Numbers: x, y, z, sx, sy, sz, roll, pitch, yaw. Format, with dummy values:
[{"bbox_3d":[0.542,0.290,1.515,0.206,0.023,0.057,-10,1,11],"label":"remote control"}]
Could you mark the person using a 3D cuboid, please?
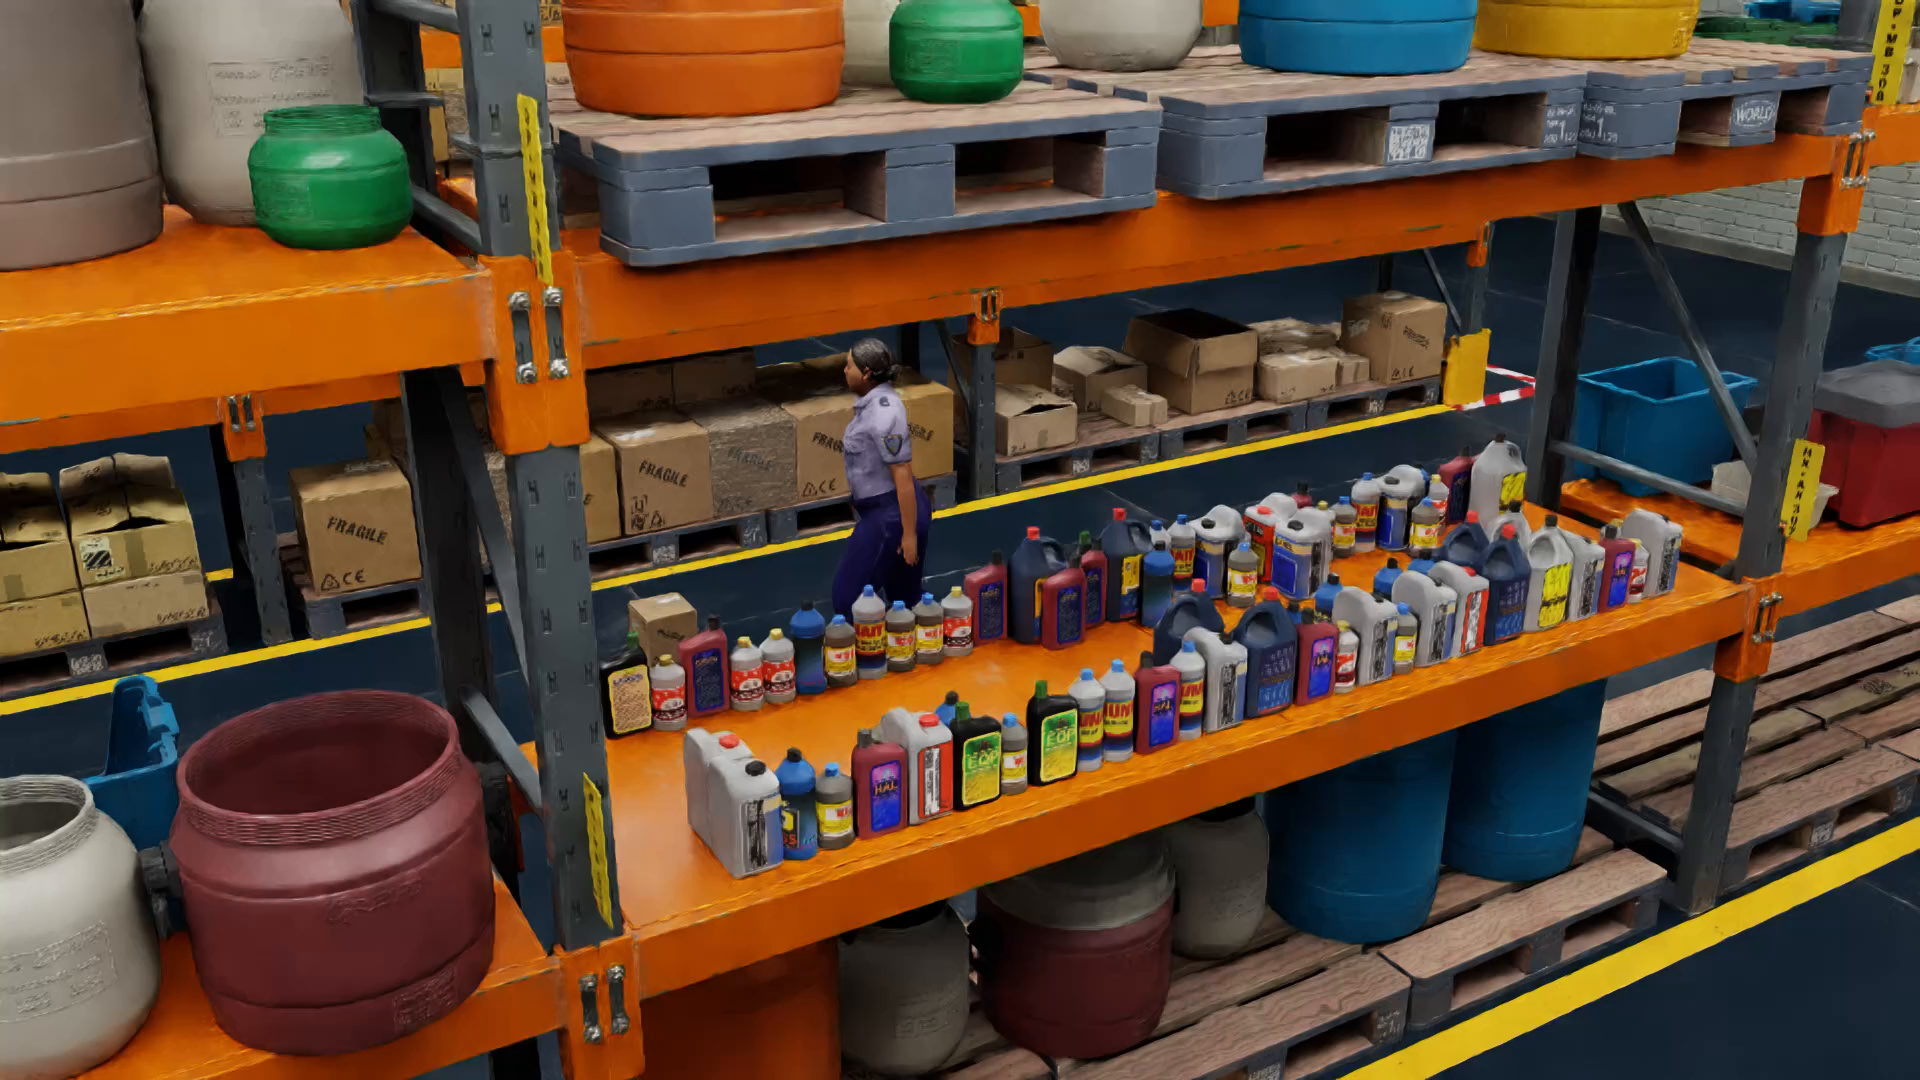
[{"bbox_3d":[-0.317,-0.086,7.283,0.486,1.638,0.509,0,22,-1],"label":"person"}]
